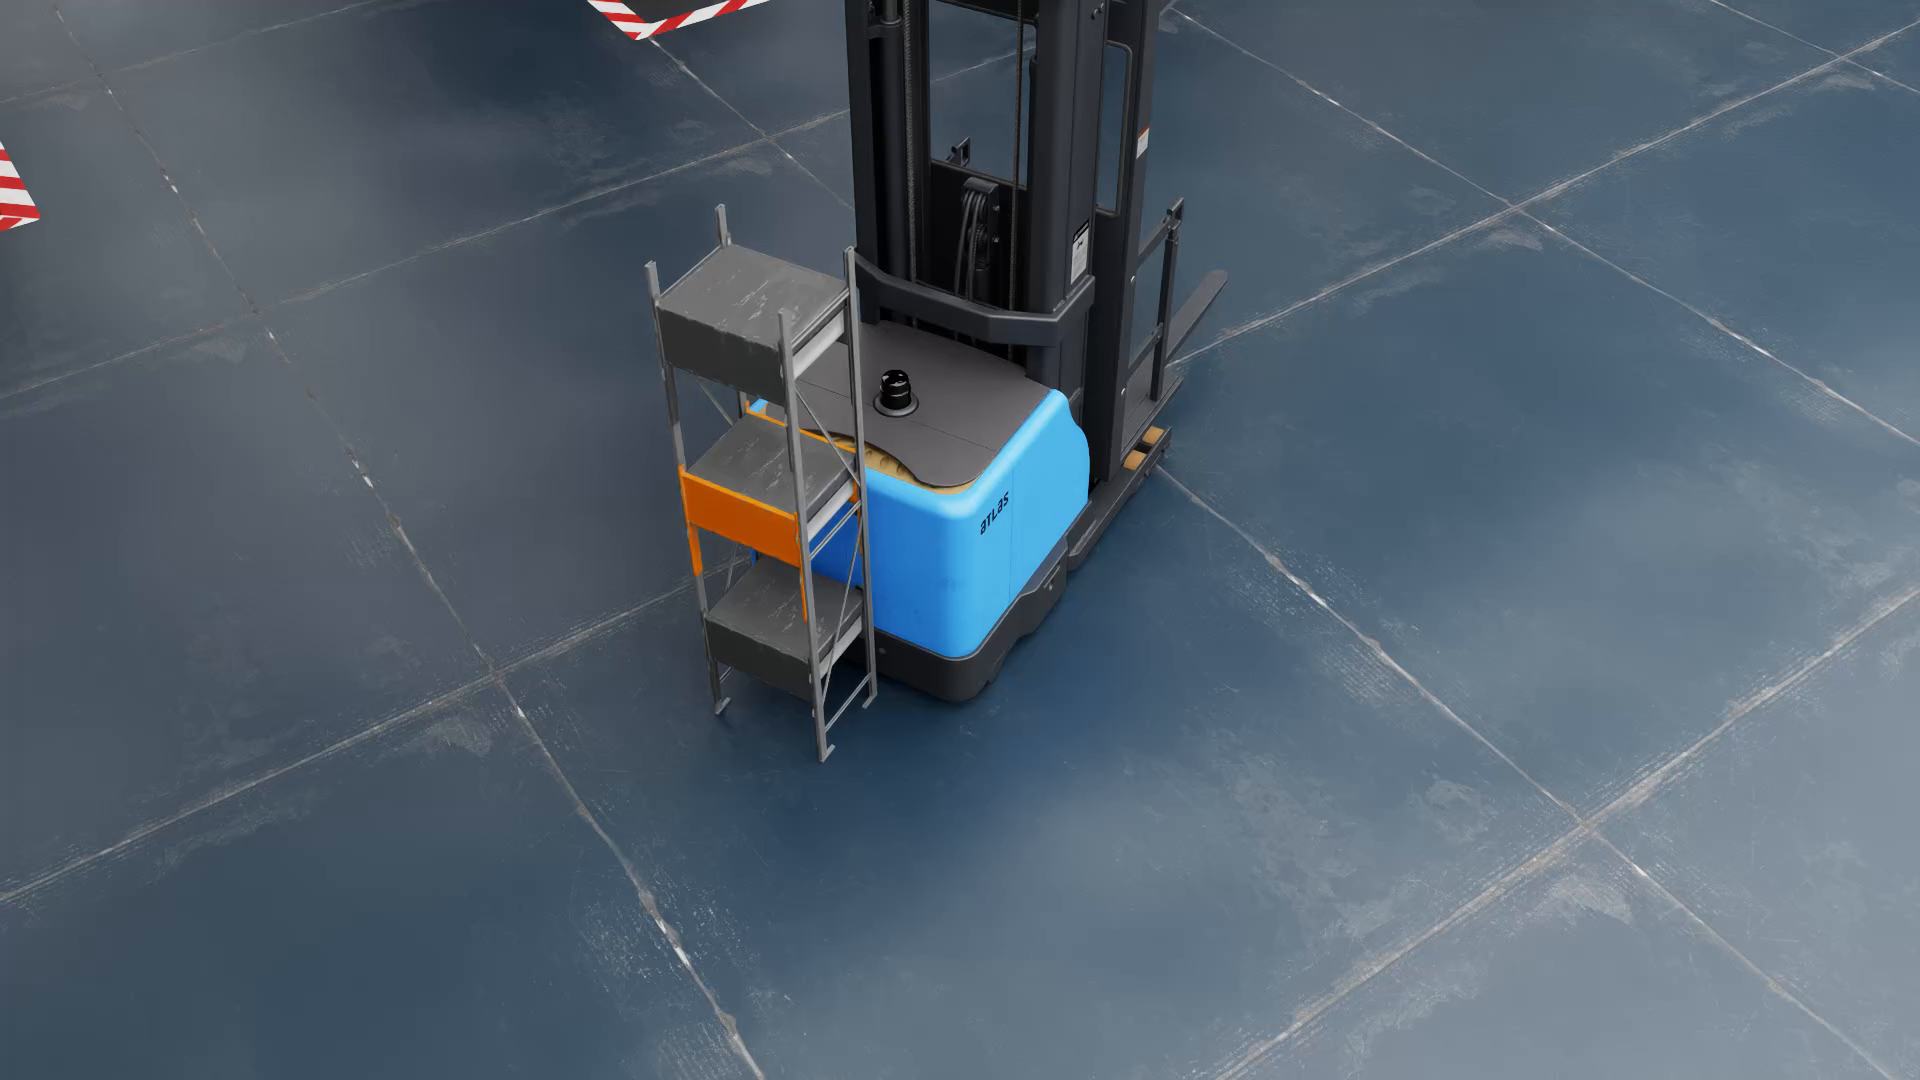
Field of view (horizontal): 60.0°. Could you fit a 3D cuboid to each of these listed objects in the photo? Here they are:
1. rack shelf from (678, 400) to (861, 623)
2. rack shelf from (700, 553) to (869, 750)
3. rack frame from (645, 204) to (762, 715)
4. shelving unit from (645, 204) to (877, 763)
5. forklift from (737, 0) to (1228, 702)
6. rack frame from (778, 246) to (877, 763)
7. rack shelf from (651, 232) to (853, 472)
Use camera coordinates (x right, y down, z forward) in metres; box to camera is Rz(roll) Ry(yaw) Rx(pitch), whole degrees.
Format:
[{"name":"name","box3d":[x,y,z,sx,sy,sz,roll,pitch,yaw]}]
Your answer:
[{"name":"rack shelf","box3d":[-0.646,-0.102,5.847,0.480,0.518,0.431,21,48,21]},{"name":"rack shelf","box3d":[-0.646,0.404,6.331,0.480,0.518,0.431,21,48,21]},{"name":"rack frame","box3d":[-0.858,-0.195,5.924,0.015,2.100,0.400,21,48,21]},{"name":"shelving unit","box3d":[-0.646,-0.112,5.838,0.503,2.100,0.431,21,48,21]},{"name":"forklift","box3d":[0.309,-1.440,6.626,1.130,2.935,3.031,21,48,21]},{"name":"rack frame","box3d":[-0.433,-0.030,5.751,0.015,2.100,0.400,21,48,21]},{"name":"rack shelf","box3d":[-0.646,-0.609,5.364,0.480,0.518,0.431,21,48,21]}]
